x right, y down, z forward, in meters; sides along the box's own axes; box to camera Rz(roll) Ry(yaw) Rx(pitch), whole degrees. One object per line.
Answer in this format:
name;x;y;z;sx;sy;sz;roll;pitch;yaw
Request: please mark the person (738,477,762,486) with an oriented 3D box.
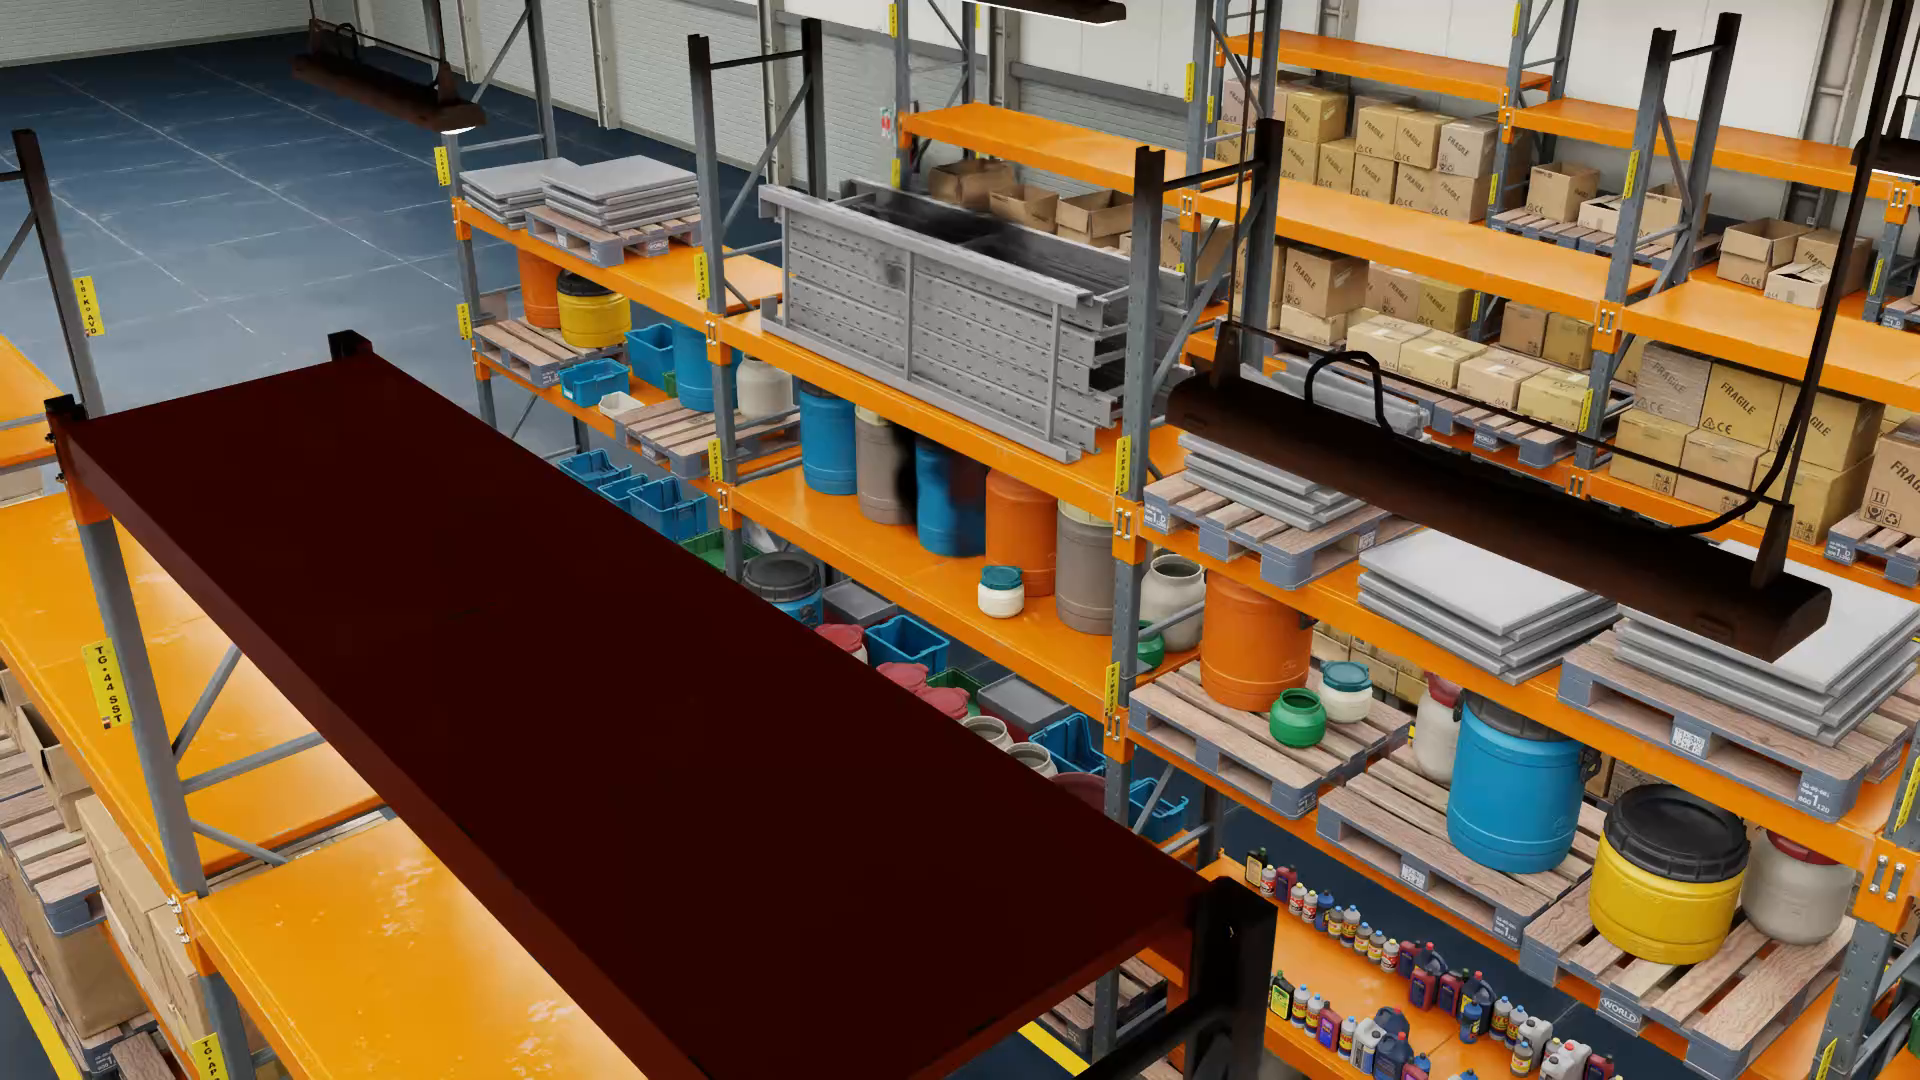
person;-2.048;-0.238;16.503;0.575;1.451;0.835;-24;35;-39
